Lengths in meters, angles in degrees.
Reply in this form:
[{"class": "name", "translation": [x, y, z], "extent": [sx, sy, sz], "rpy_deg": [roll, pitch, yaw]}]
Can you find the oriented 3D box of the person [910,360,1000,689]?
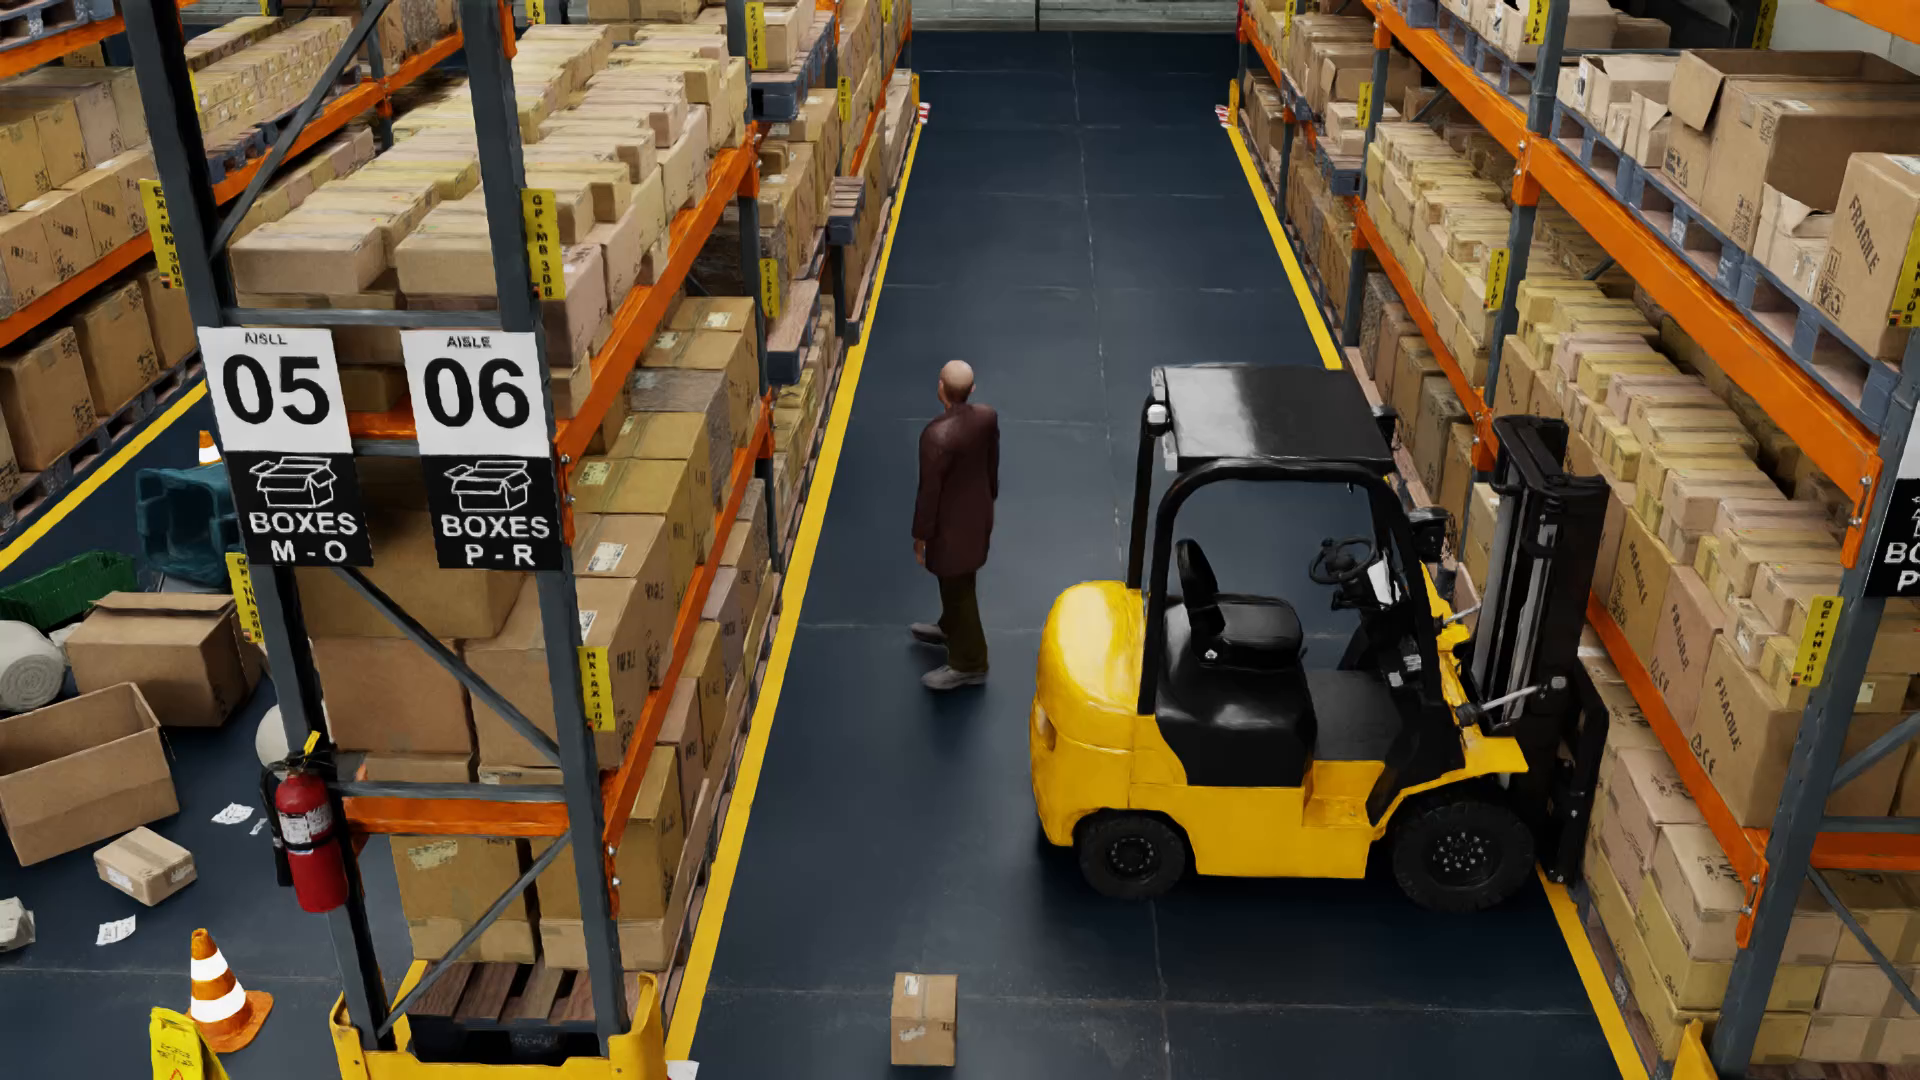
[{"class": "person", "translation": [-0.062, -0.125, 8.814], "extent": [0.629, 1.777, 0.675], "rpy_deg": [16, 32, 28]}]
